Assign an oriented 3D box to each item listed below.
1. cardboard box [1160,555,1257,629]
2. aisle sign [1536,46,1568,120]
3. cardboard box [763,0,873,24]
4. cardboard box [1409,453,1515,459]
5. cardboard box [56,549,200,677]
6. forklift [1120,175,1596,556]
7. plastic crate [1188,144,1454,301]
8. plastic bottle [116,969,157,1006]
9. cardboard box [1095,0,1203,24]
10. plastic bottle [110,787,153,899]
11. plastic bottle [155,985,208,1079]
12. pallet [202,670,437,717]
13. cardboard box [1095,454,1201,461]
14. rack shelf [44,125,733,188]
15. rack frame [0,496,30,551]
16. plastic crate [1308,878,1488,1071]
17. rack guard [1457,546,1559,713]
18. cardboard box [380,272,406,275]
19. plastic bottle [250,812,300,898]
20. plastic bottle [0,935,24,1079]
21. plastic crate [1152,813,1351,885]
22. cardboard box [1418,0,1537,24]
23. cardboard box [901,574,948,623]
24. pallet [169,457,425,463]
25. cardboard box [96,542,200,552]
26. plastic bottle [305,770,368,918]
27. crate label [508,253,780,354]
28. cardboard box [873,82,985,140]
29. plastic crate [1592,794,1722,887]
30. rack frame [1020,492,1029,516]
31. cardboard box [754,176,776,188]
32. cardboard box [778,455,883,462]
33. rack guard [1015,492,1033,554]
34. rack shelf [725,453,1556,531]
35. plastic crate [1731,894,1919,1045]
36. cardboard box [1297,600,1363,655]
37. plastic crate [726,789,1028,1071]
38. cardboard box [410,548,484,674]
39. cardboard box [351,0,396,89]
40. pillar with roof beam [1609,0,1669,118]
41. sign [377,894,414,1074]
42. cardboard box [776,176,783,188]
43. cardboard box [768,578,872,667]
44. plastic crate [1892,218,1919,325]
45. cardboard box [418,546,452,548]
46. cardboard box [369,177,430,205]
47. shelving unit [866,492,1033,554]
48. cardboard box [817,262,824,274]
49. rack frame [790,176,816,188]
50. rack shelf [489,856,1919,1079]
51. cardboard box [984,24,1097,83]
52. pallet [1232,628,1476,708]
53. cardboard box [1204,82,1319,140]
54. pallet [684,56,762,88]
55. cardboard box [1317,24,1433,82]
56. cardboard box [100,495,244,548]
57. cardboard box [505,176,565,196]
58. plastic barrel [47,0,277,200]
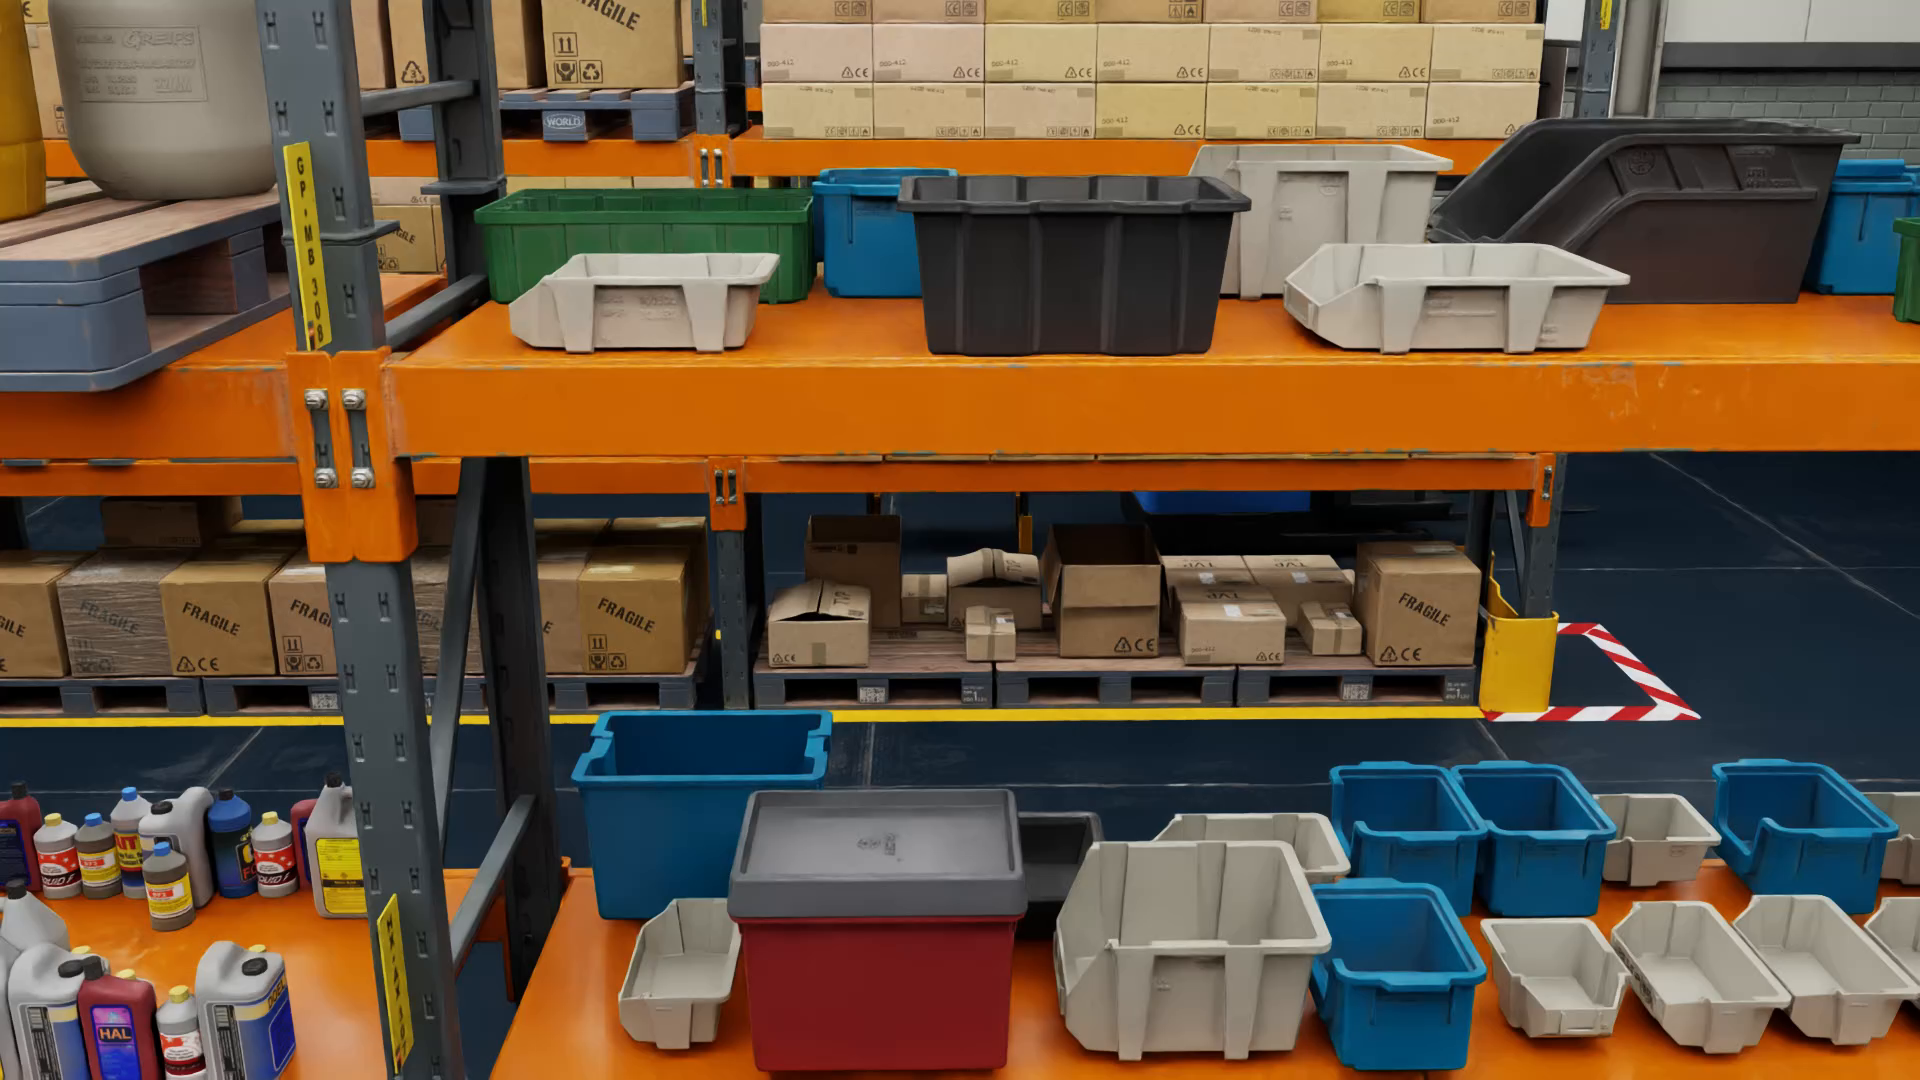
[{"bbox_3d":[1.318,0.280,9.044,0.500,0.250,0.500,0,18,-1],"label":"cardboard box"},{"bbox_3d":[2.930,-2.068,8.328,0.004,0.787,0.394,0,18,-1],"label":"aisle sign"},{"bbox_3d":[-0.648,-2.687,7.801,0.500,0.500,0.700,0,18,-1],"label":"cardboard box"},{"bbox_3d":[2.423,-0.702,8.163,0.500,0.500,0.500,0,18,1],"label":"cardboard box"},{"bbox_3d":[-4.150,0.360,8.386,0.500,0.500,0.500,-1,18,-3],"label":"cardboard box"},{"bbox_3d":[2.648,-1.450,10.769,3.031,2.935,1.130,-1,18,-4],"label":"forklift"},{"bbox_3d":[0.720,-0.683,3.548,0.530,0.282,0.437,0,18,-1],"label":"plastic crate"},{"bbox_3d":[-1.698,0.978,3.413,0.097,0.201,0.097,0,18,0],"label":"plastic bottle"},{"bbox_3d":[0.852,-2.699,7.840,0.500,0.500,0.700,0,18,-1],"label":"cardboard box"},{"bbox_3d":[-2.010,0.733,4.062,0.097,0.271,0.097,0,18,0],"label":"plastic bottle"},{"bbox_3d":[-1.563,0.996,3.357,0.097,0.201,0.097,0,18,0],"label":"plastic bottle"},{"bbox_3d":[-3.169,0.629,8.741,1.213,0.211,1.003,0,18,-1],"label":"pallet"},{"bbox_3d":[0.901,-0.696,8.142,0.500,0.500,0.500,-1,18,-2],"label":"cardboard box"},{"bbox_3d":[-3.133,-1.797,8.006,4.000,0.370,1.077,0,18,-1],"label":"rack shelf"},{"bbox_3d":[-5.133,-0.702,8.324,0.127,3.000,1.000,0,18,-1],"label":"rack frame"},{"bbox_3d":[0.891,0.912,3.469,0.300,0.233,0.416,0,18,-1],"label":"plastic crate"},{"bbox_3d":[2.790,0.450,8.825,0.348,0.500,1.175,0,18,-1],"label":"rack guard"},{"bbox_3d":[-4.363,-2.009,12.779,0.250,0.149,0.380,0,18,1],"label":"cardboard box"},{"bbox_3d":[-1.681,0.765,4.078,0.097,0.201,0.097,0,18,0],"label":"plastic bottle"},{"bbox_3d":[-1.973,0.920,3.350,0.185,0.351,0.144,0,18,-1],"label":"plastic bottle"},{"bbox_3d":[0.678,0.789,4.011,0.466,0.136,0.293,0,18,-1],"label":"plastic crate"},{"bbox_3d":[2.353,-2.685,7.795,0.500,0.500,0.700,0,18,-1],"label":"cardboard box"},{"bbox_3d":[-0.194,0.318,9.094,0.250,0.149,0.380,0,18,-1],"label":"cardboard box"},{"bbox_3d":[-3.188,-0.621,8.387,1.213,0.211,1.003,0,18,-1],"label":"pallet"},{"bbox_3d":[-4.201,0.203,8.876,0.500,0.500,0.500,0,18,1],"label":"cardboard box"},{"bbox_3d":[-1.456,0.718,3.978,0.185,0.351,0.144,0,18,-1],"label":"plastic bottle"},{"bbox_3d":[-0.565,-0.425,2.982,0.466,0.136,0.293,0,18,-1],"label":"crate label"},{"bbox_3d":[-0.143,-2.006,7.724,0.500,0.250,0.500,0,18,-1],"label":"cardboard box"},{"bbox_3d":[1.688,0.750,4.133,0.298,0.136,0.250,0,18,-1],"label":"plastic crate"},{"bbox_3d":[0.423,-0.716,10.825,0.032,1.500,0.500,0,18,-1],"label":"rack frame"},{"bbox_3d":[-1.678,-2.709,12.671,0.500,0.250,0.500,0,18,0],"label":"cardboard box"},{"bbox_3d":[-0.619,-0.688,8.117,0.500,0.500,0.500,0,18,1],"label":"cardboard box"},{"bbox_3d":[0.422,-0.121,11.016,0.087,0.250,0.587,0,18,-1],"label":"rack guard"},{"bbox_3d":[0.866,-0.388,8.524,4.000,0.370,1.077,0,18,-1],"label":"rack shelf"},{"bbox_3d":[1.838,0.926,3.584,0.243,0.136,0.396,0,18,-1],"label":"plastic crate"},{"bbox_3d":[1.920,0.452,8.647,0.250,0.166,0.380,0,18,-1],"label":"cardboard box"},{"bbox_3d":[-0.162,0.805,3.424,0.583,0.464,0.402,0,18,-1],"label":"plastic crate"},{"bbox_3d":[-2.618,0.352,8.412,0.500,0.500,0.500,0,18,0],"label":"cardboard box"},{"bbox_3d":[-2.972,-2.457,7.871,0.600,0.600,0.600,-1,18,-3],"label":"cardboard box"},{"bbox_3d":[5.538,-4.072,9.009,0.400,9.000,9.100,0,18,-1],"label":"pillar with roof beam"},{"bbox_3d":[-1.052,0.828,3.102,0.005,0.325,0.100,0,18,-1],"label":"sign"},{"bbox_3d":[-1.679,-2.867,13.163,0.500,0.250,0.500,0,18,1],"label":"cardboard box"},{"bbox_3d":[-0.710,0.414,8.528,0.500,0.311,0.500,0,18,-1],"label":"cardboard box"},{"bbox_3d":[1.959,-0.463,3.016,0.336,0.188,0.450,0,18,-1],"label":"plastic crate"},{"bbox_3d":[-2.654,0.194,8.904,0.500,0.500,0.500,0,18,0],"label":"cardboard box"},{"bbox_3d":[-4.219,-2.697,12.632,0.500,0.250,0.500,-1,18,-2],"label":"cardboard box"},{"bbox_3d":[-0.076,-0.714,10.817,1.083,1.500,0.587,0,18,-1],"label":"shelving unit"},{"bbox_3d":[-0.658,-1.161,7.955,0.500,0.500,0.500,0,18,1],"label":"cardboard box"},{"bbox_3d":[-1.215,-2.234,13.100,0.127,3.000,1.000,0,18,-1],"label":"rack frame"},{"bbox_3d":[0.941,1.125,3.808,4.000,0.370,1.077,0,18,-1],"label":"rack shelf"},{"bbox_3d":[0.357,-2.244,7.649,0.500,0.250,0.500,0,18,-1],"label":"cardboard box"},{"bbox_3d":[1.993,0.592,8.856,1.213,0.211,1.003,0,18,-1],"label":"pallet"},{"bbox_3d":[1.357,-2.009,7.733,0.500,0.250,0.500,0,18,-1],"label":"cardboard box"},{"bbox_3d":[-2.131,-3.551,12.611,1.217,0.209,0.805,-1,18,-3],"label":"pallet"},{"bbox_3d":[1.857,-2.252,7.674,0.500,0.250,0.500,0,18,-1],"label":"cardboard box"},{"bbox_3d":[-4.145,-0.156,8.766,0.500,0.250,0.500,0,18,1],"label":"cardboard box"},{"bbox_3d":[-3.209,-2.705,12.657,0.500,0.250,0.500,-1,18,-2],"label":"cardboard box"},{"bbox_3d":[-1.589,-0.975,3.356,0.433,0.535,0.433,0,18,0],"label":"plastic barrel"}]
